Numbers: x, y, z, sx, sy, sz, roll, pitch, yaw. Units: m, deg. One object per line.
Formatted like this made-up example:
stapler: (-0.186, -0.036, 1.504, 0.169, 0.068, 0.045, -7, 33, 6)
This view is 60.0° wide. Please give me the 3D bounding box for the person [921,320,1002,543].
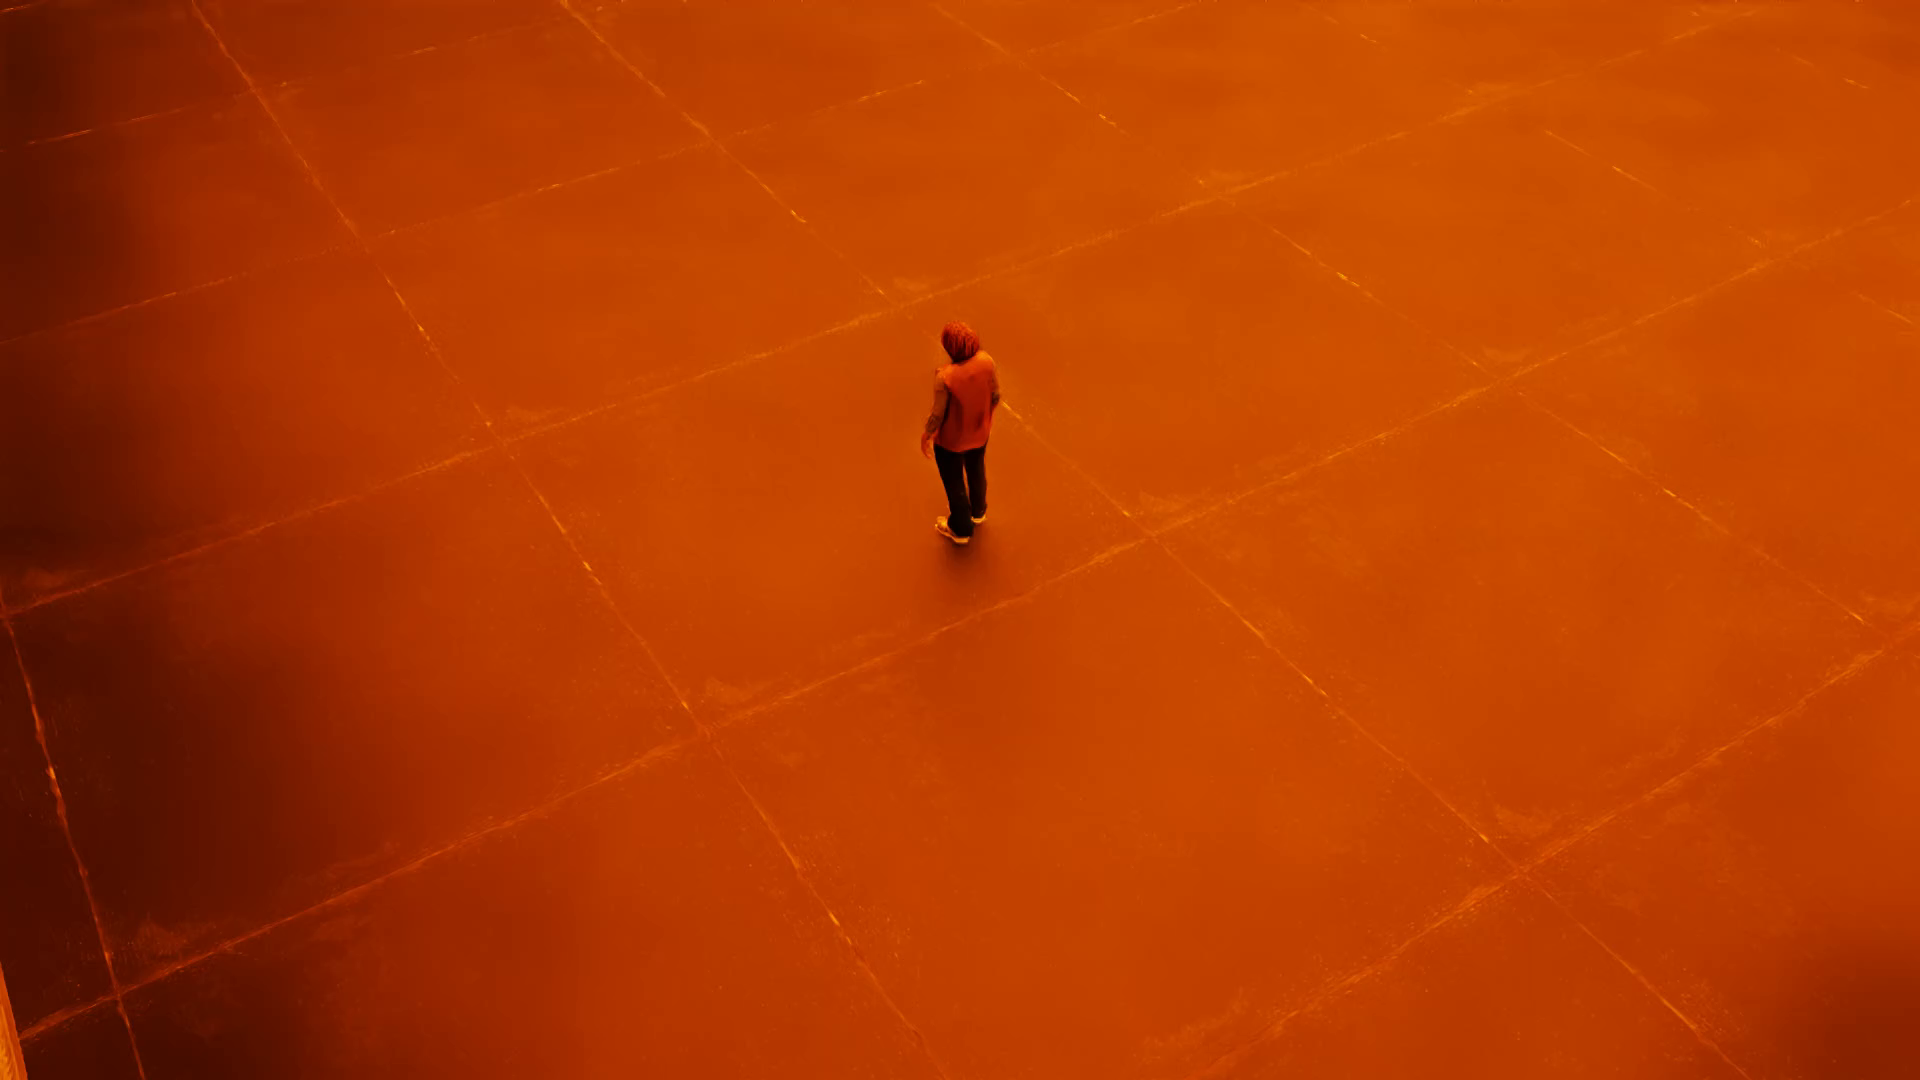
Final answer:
person: (-0.028, -0.653, 9.621, 0.520, 1.597, 0.474, -23, 46, -24)
